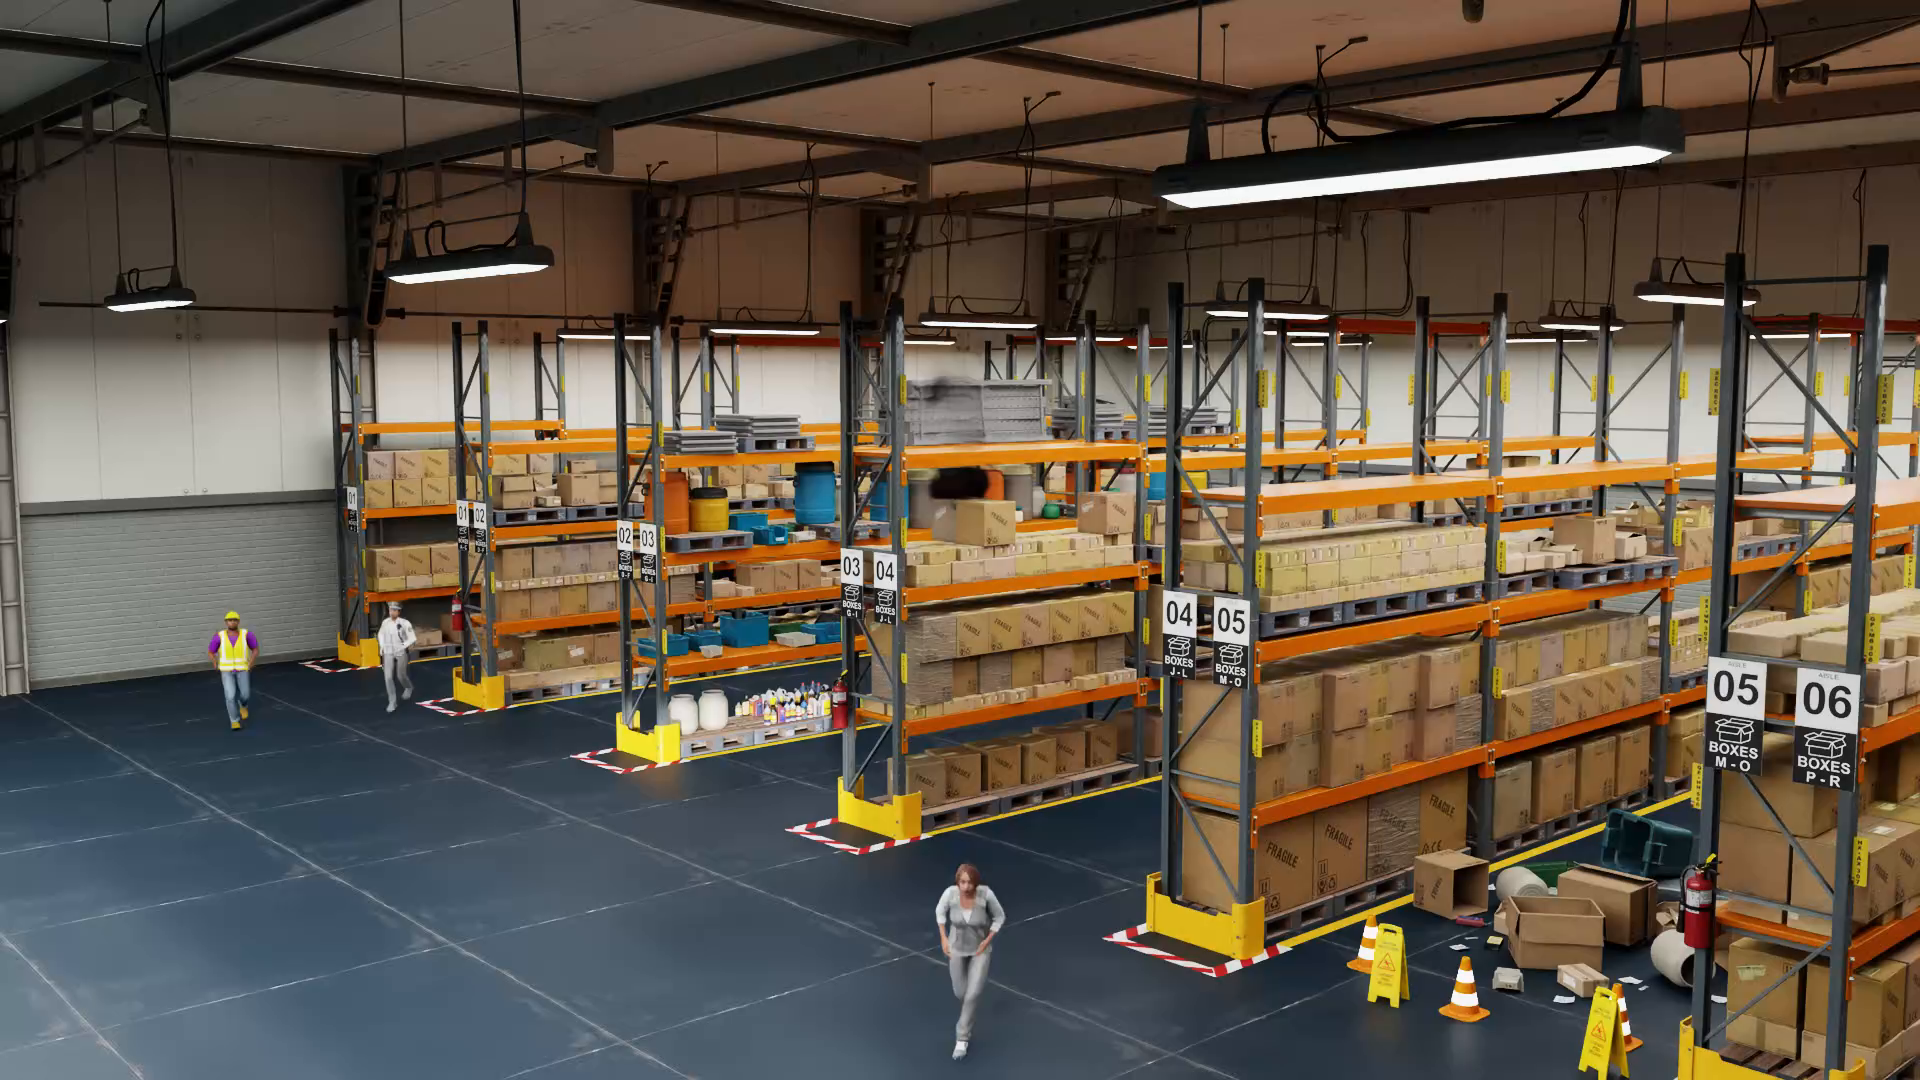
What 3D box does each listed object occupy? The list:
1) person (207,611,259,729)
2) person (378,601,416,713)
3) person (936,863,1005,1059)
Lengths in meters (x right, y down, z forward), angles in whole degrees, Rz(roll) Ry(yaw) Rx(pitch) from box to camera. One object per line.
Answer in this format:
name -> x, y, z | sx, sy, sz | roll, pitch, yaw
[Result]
person -> -10.658, 1.899, 24.406 | 0.688, 1.717, 0.609 | -3, 6, -24
person -> -8.763, 1.784, 25.887 | 0.629, 1.703, 0.813 | 0, 6, -1
person -> 0.080, 3.166, 12.807 | 0.536, 1.542, 0.768 | 0, 6, 2
